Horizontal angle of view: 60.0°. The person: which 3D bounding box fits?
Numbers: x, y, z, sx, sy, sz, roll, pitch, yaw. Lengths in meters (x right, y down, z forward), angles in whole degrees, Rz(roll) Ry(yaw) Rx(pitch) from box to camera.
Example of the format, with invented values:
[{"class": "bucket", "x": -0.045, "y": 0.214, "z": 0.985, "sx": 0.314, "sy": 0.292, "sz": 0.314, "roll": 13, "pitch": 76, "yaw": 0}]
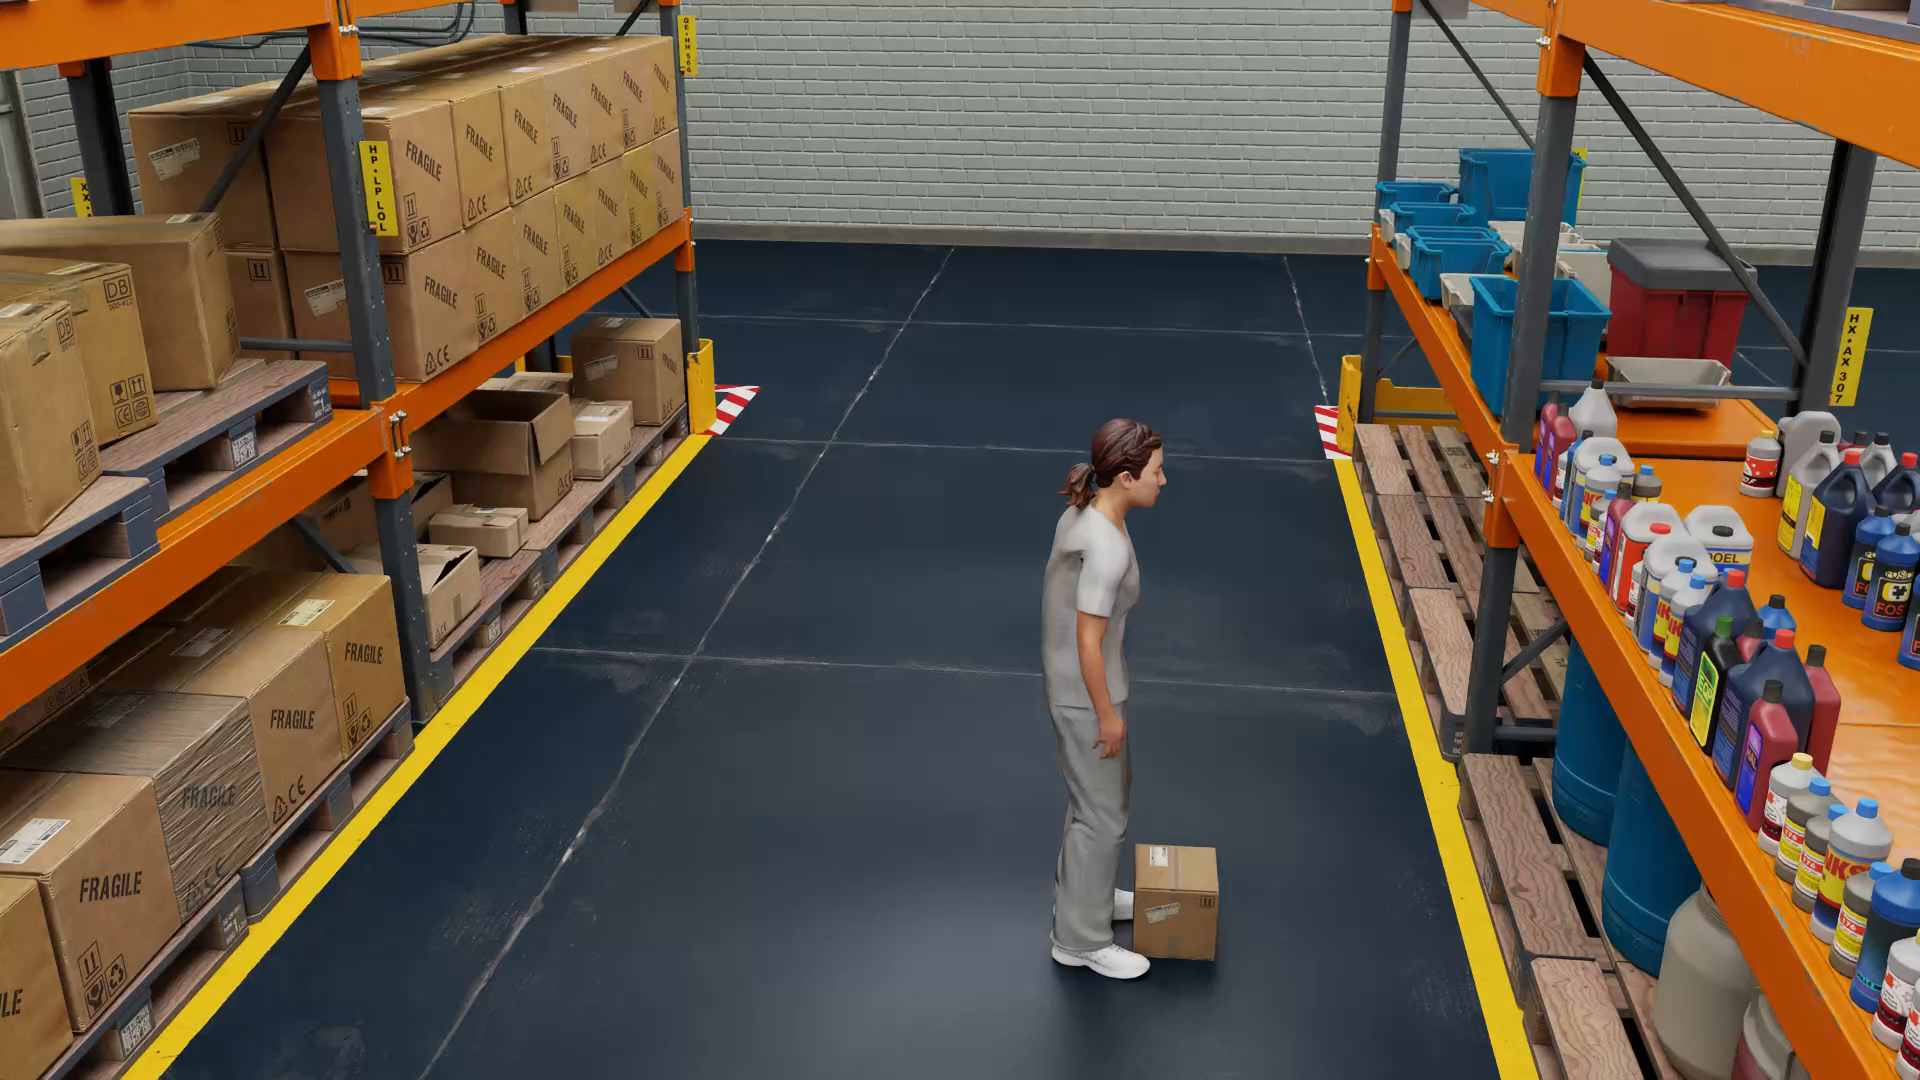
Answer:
[{"class": "person", "x": 0.417, "y": 0.453, "z": 4.923, "sx": 0.362, "sy": 1.671, "sz": 0.504, "roll": 1, "pitch": 21, "yaw": 3}]
